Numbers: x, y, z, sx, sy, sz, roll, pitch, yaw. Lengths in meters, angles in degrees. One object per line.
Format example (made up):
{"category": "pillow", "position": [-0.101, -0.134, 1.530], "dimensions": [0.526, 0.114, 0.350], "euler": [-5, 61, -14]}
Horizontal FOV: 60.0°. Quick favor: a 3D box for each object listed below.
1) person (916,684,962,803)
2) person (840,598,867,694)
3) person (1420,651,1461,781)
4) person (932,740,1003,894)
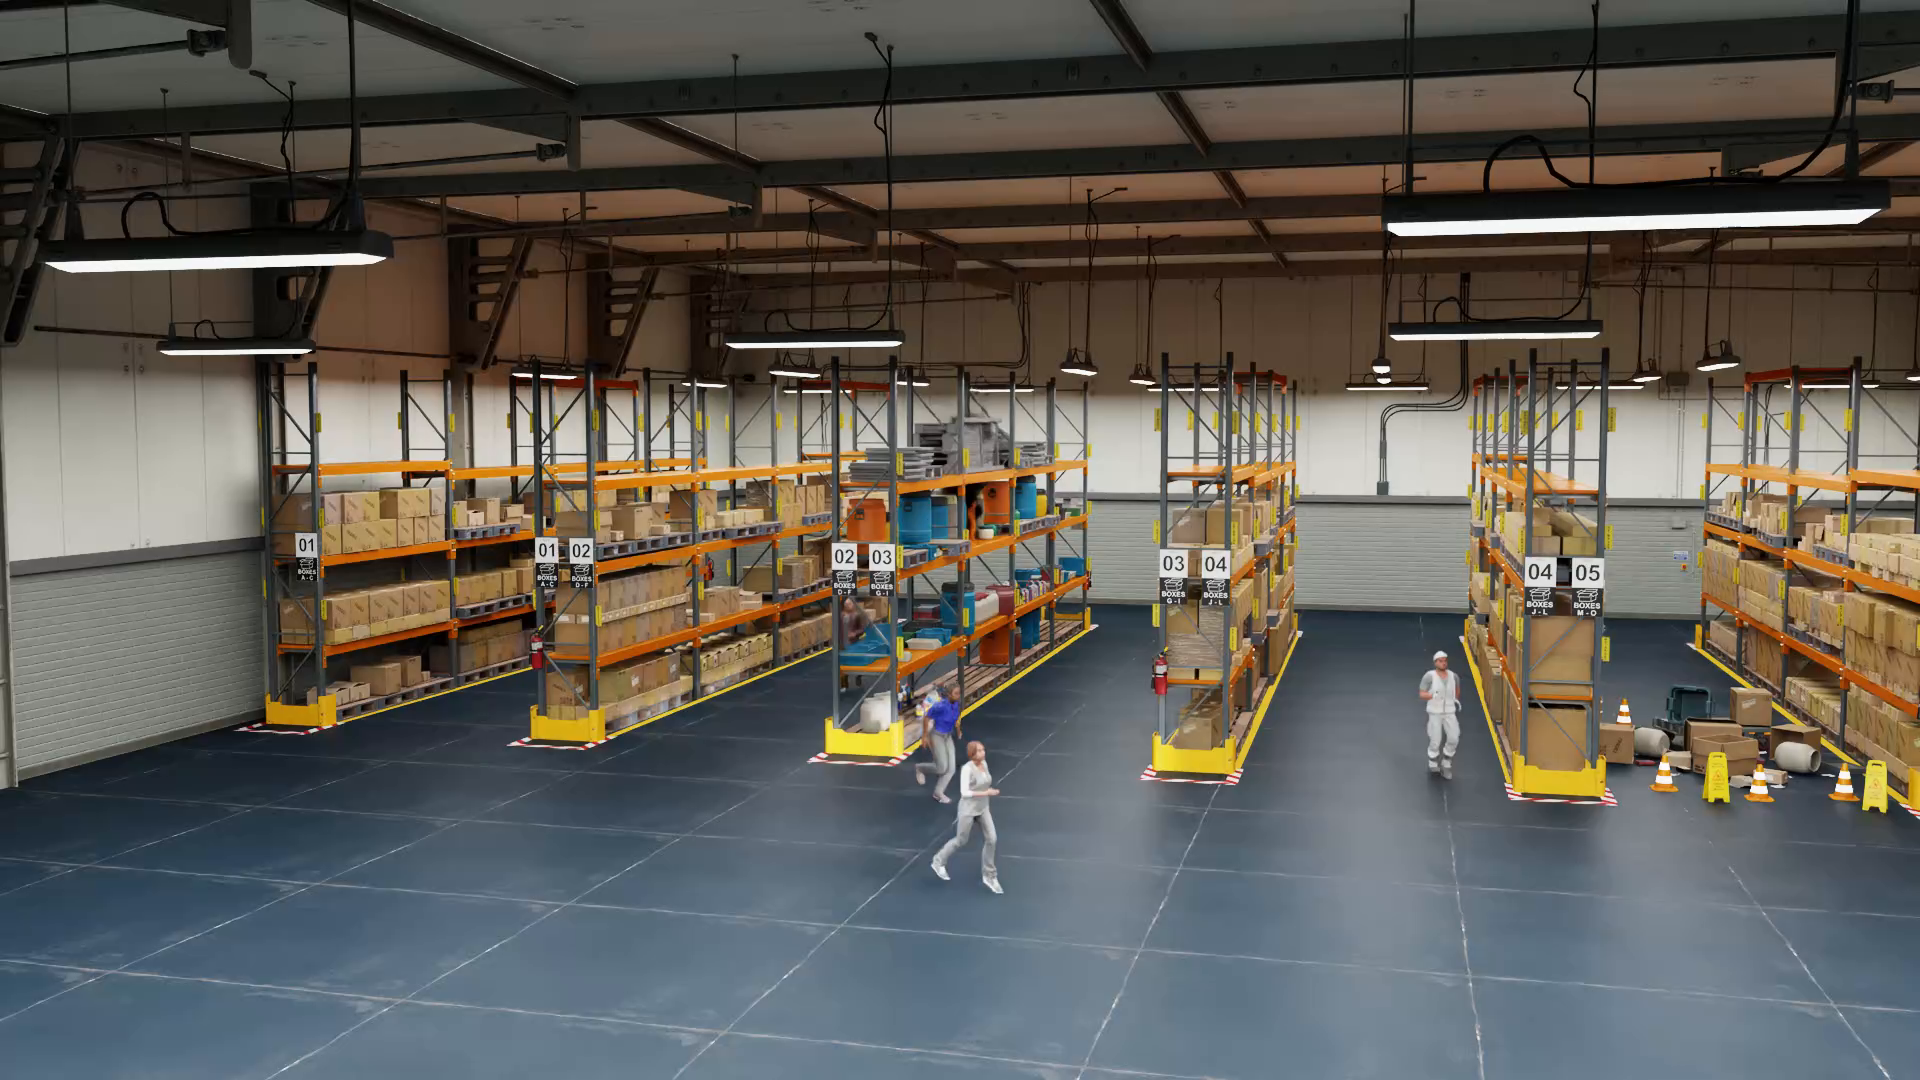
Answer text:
{"category": "person", "position": [-0.281, 2.674, 22.091], "dimensions": [0.719, 1.583, 0.536], "euler": [3, 5, 35]}
{"category": "person", "position": [-2.071, 1.956, 30.882], "dimensions": [0.720, 1.746, 0.913], "euler": [1, 4, 12]}
{"category": "person", "position": [6.782, 2.472, 23.364], "dimensions": [0.632, 1.814, 0.680], "euler": [0, 4, -1]}
{"category": "person", "position": [0.105, 2.952, 17.894], "dimensions": [0.851, 1.614, 0.548], "euler": [3, 5, 40]}
